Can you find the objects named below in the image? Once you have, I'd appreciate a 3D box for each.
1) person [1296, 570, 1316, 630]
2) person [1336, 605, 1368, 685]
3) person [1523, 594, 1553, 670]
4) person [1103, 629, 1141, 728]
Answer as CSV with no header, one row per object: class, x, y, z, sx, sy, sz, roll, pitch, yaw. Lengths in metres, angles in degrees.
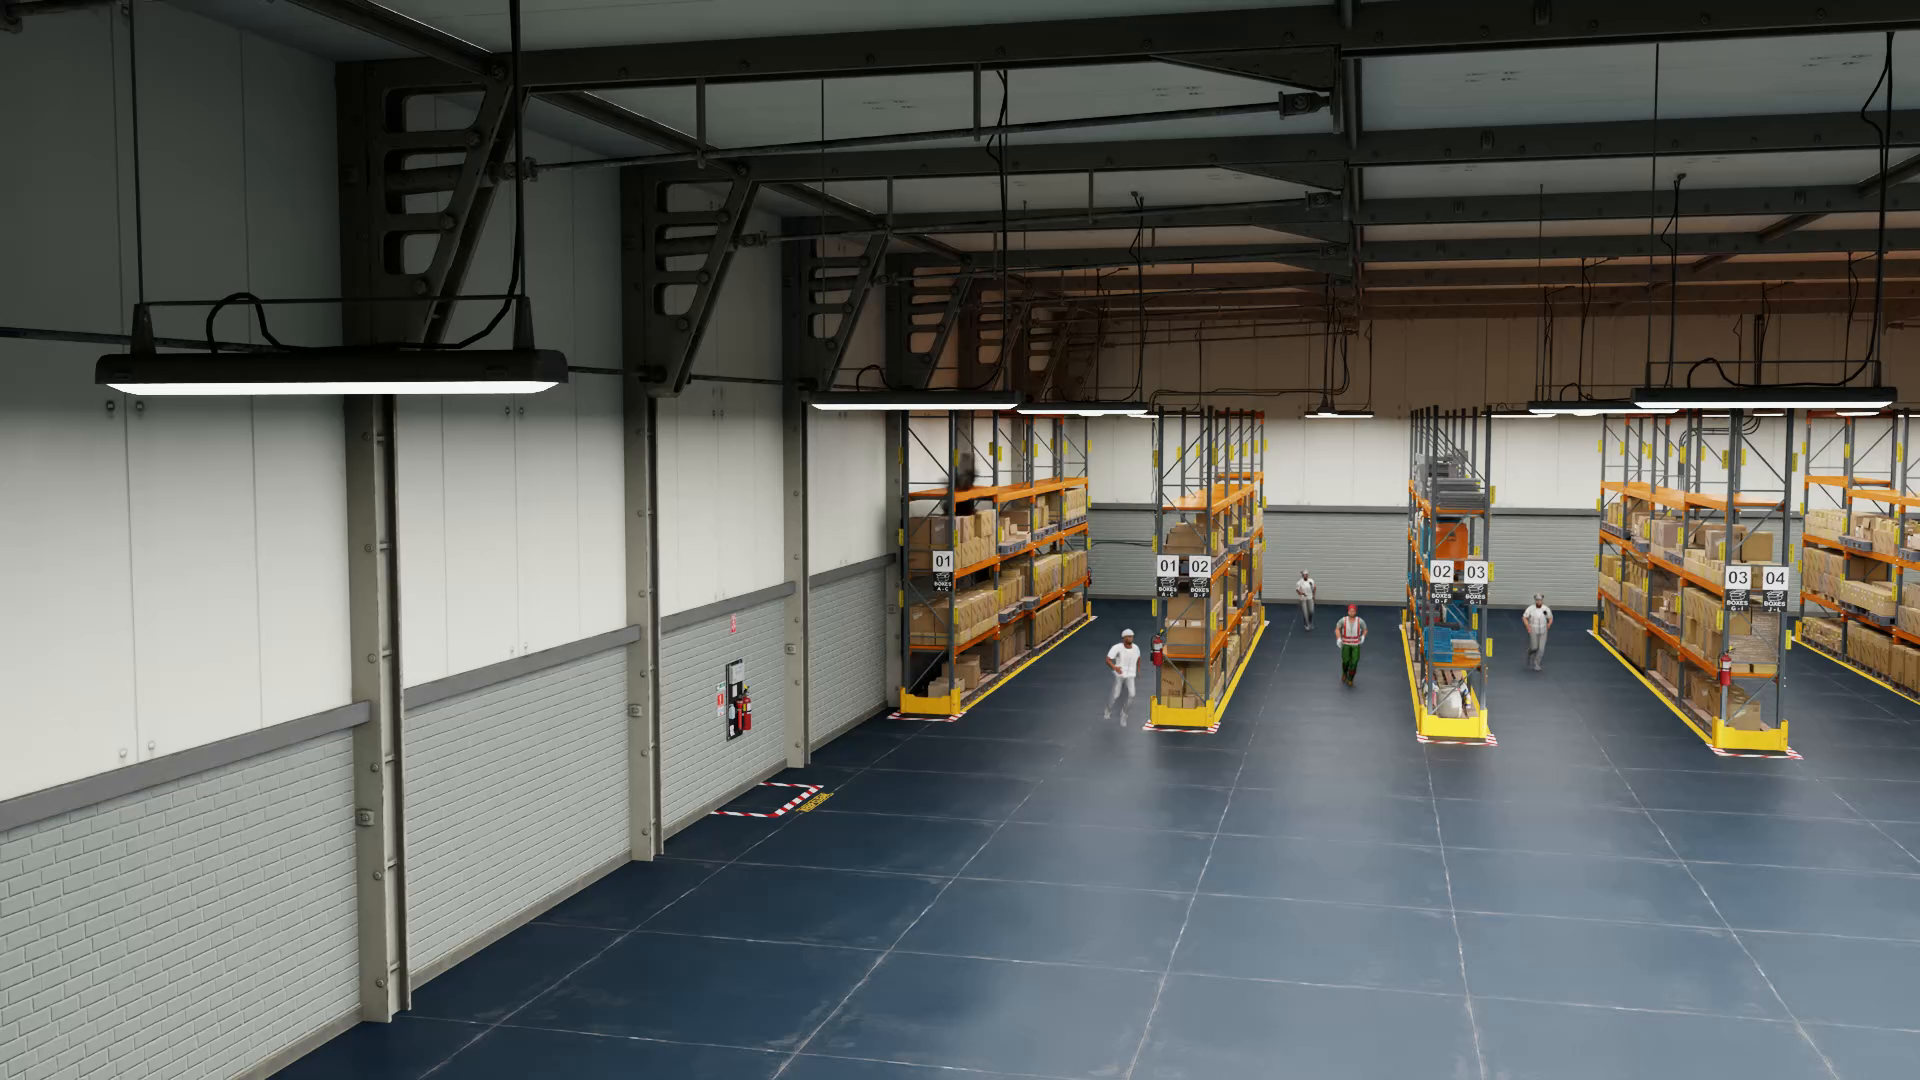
person,9.469,1.627,45.461,0.570,1.662,0.583,0,4,4
person,8.472,2.269,35.937,0.668,1.749,0.583,1,4,9
person,13.334,2.109,38.321,0.650,1.757,0.636,1,4,8
person,3.057,2.545,30.844,0.762,1.775,0.686,-1,4,-15
